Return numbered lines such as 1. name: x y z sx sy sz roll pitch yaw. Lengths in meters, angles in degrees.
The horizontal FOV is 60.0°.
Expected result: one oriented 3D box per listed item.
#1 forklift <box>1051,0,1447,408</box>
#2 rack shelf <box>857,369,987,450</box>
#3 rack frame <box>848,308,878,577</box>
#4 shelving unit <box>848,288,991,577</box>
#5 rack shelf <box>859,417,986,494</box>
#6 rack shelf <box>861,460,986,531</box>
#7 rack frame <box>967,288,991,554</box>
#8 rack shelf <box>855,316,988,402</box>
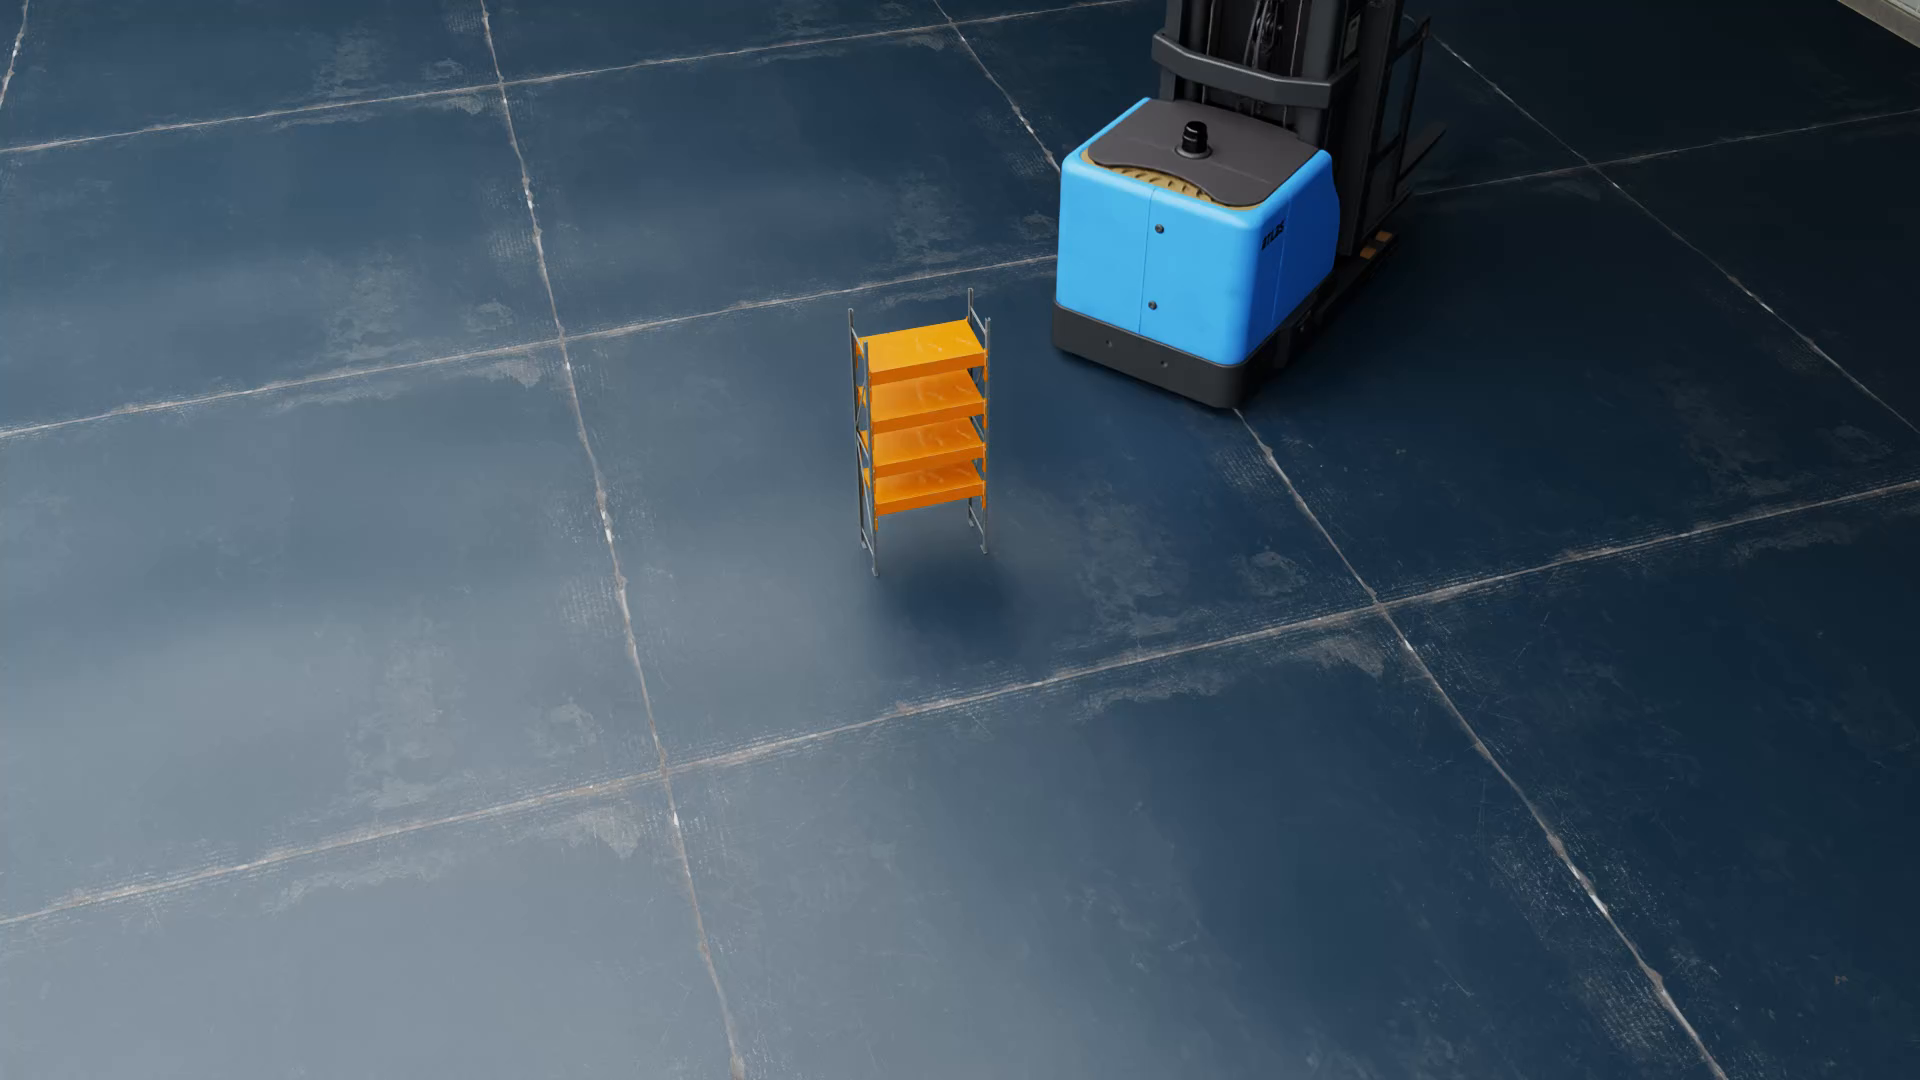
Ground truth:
1. forklift: 1.703 -2.660 8.066 1.130 2.935 3.031 24 47 25
2. rack shelf: -0.158 -0.537 6.715 0.480 0.148 0.258 -12 42 -13
3. rack frame: -0.391 -0.371 6.763 0.015 1.200 0.240 -12 42 -13
4. shelving unit: -0.158 -0.419 6.818 0.503 1.200 0.258 -12 42 -13
5. rack shelf: -0.158 -0.368 6.862 0.480 0.148 0.258 -12 42 -13
6. rack shelf: -0.158 -0.219 6.993 0.480 0.148 0.258 -12 42 -13
7. rack frame: 0.075 -0.467 6.873 0.015 1.200 0.240 -12 42 -13
8. rack shelf: -0.158 -0.715 6.559 0.480 0.148 0.258 -12 42 -13
